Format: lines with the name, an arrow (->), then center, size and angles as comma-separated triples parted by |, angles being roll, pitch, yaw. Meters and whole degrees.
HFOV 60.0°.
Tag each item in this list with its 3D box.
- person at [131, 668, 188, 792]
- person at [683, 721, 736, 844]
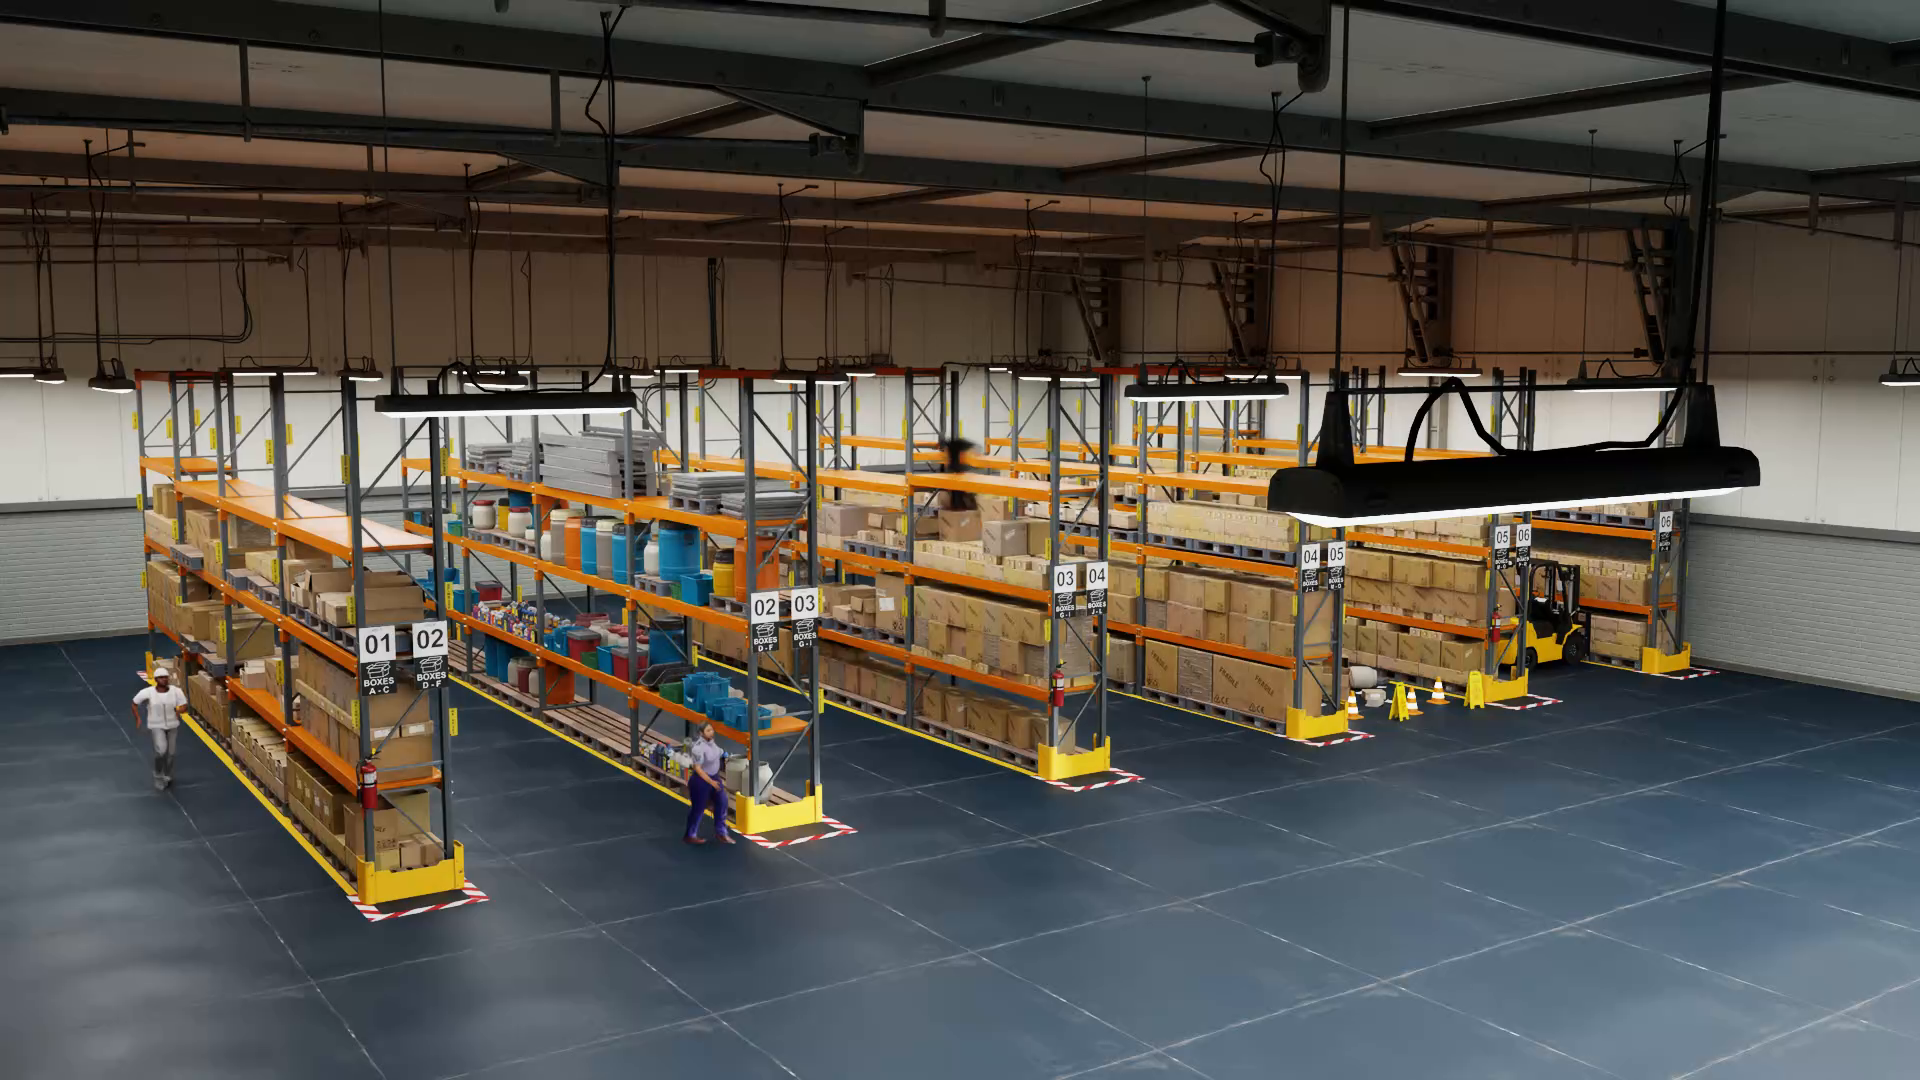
person -> -11.555, 2.741, 24.110 | 0.695, 1.789, 0.721 | -5, 8, -40
person -> -3.270, 3.128, 21.287 | 0.616, 1.685, 0.596 | 2, 7, 19
